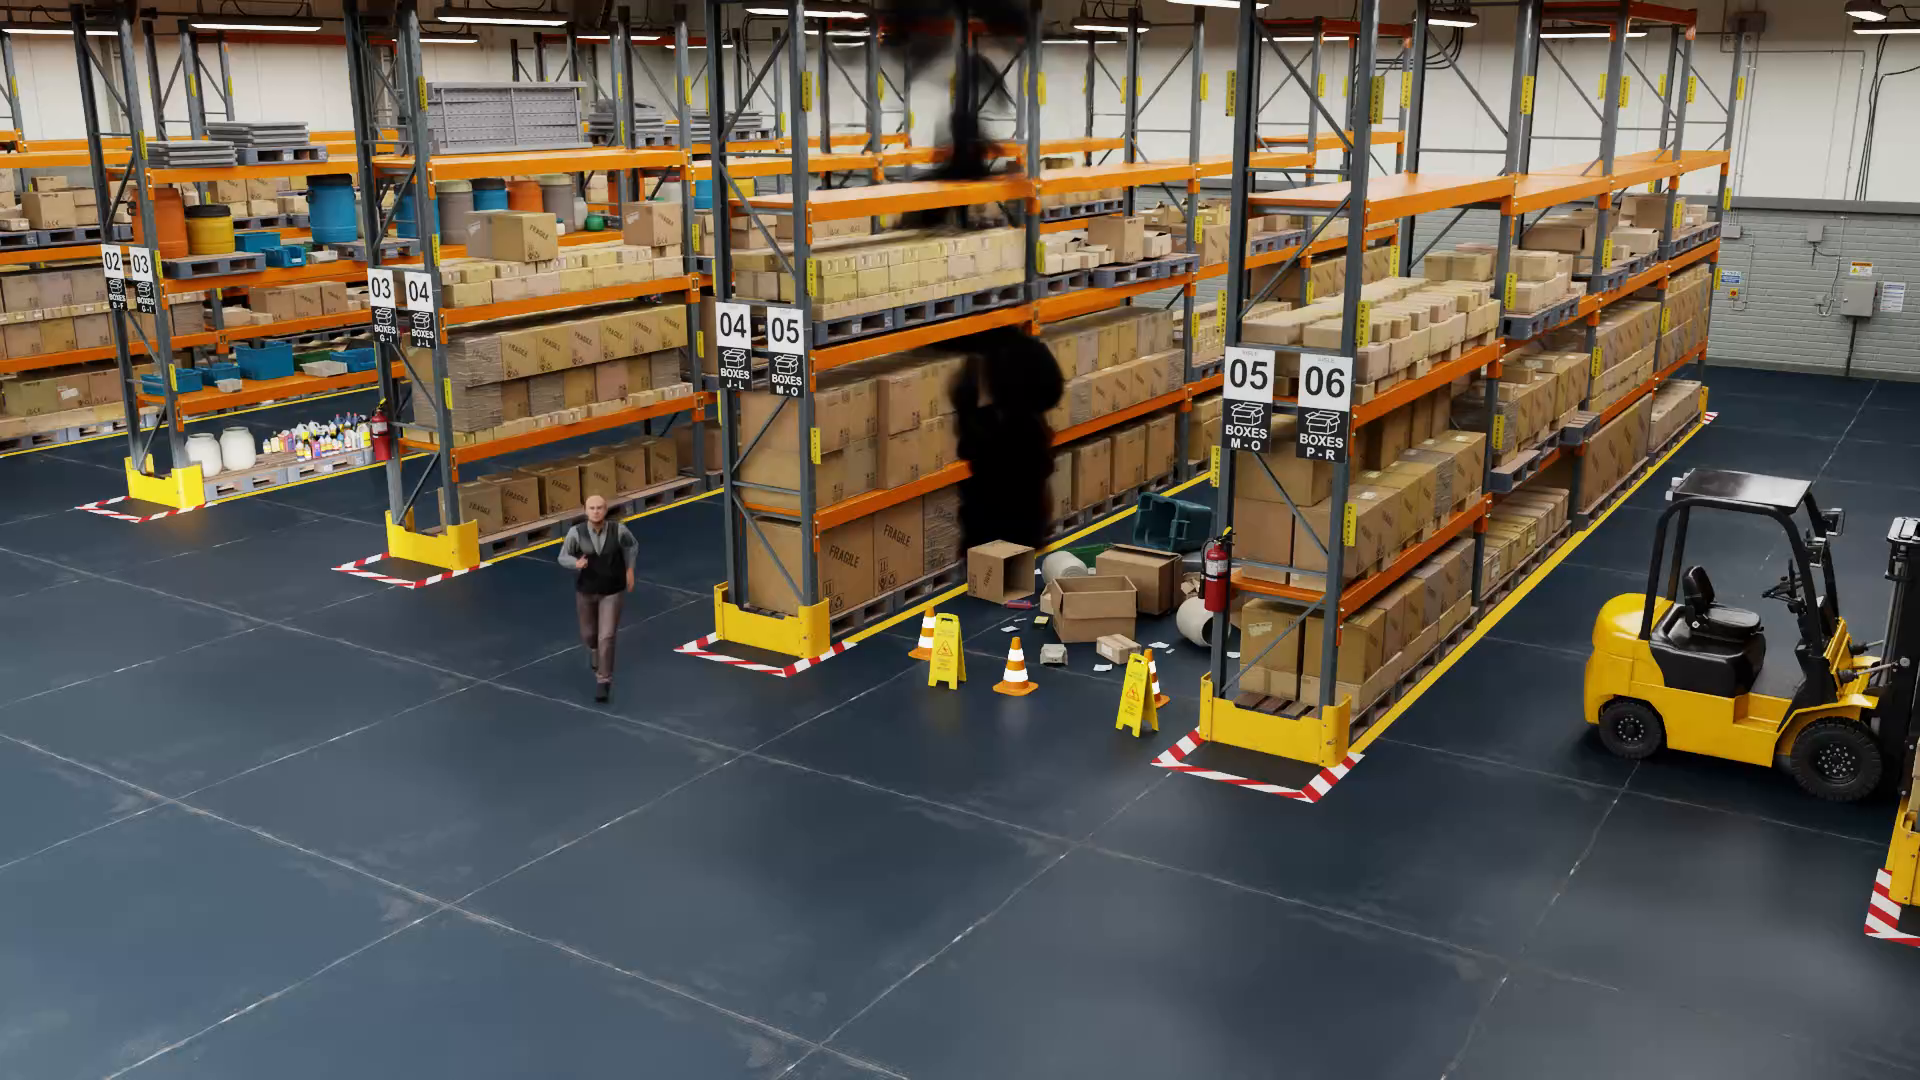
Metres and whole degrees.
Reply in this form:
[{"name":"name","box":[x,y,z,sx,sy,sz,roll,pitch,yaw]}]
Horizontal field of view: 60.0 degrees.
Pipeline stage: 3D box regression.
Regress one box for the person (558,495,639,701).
[{"name":"person","box":[-3.117,0.441,14.335,0.637,1.701,0.960,-2,16,-6]}]

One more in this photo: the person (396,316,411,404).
[{"name":"person","box":[-8.827,-2.874,26.489,0.525,1.616,0.776,8,17,26]}]

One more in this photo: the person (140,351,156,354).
[{"name":"person","box":[-13.602,-3.273,27.904,0.548,1.637,0.593,8,17,25]}]
